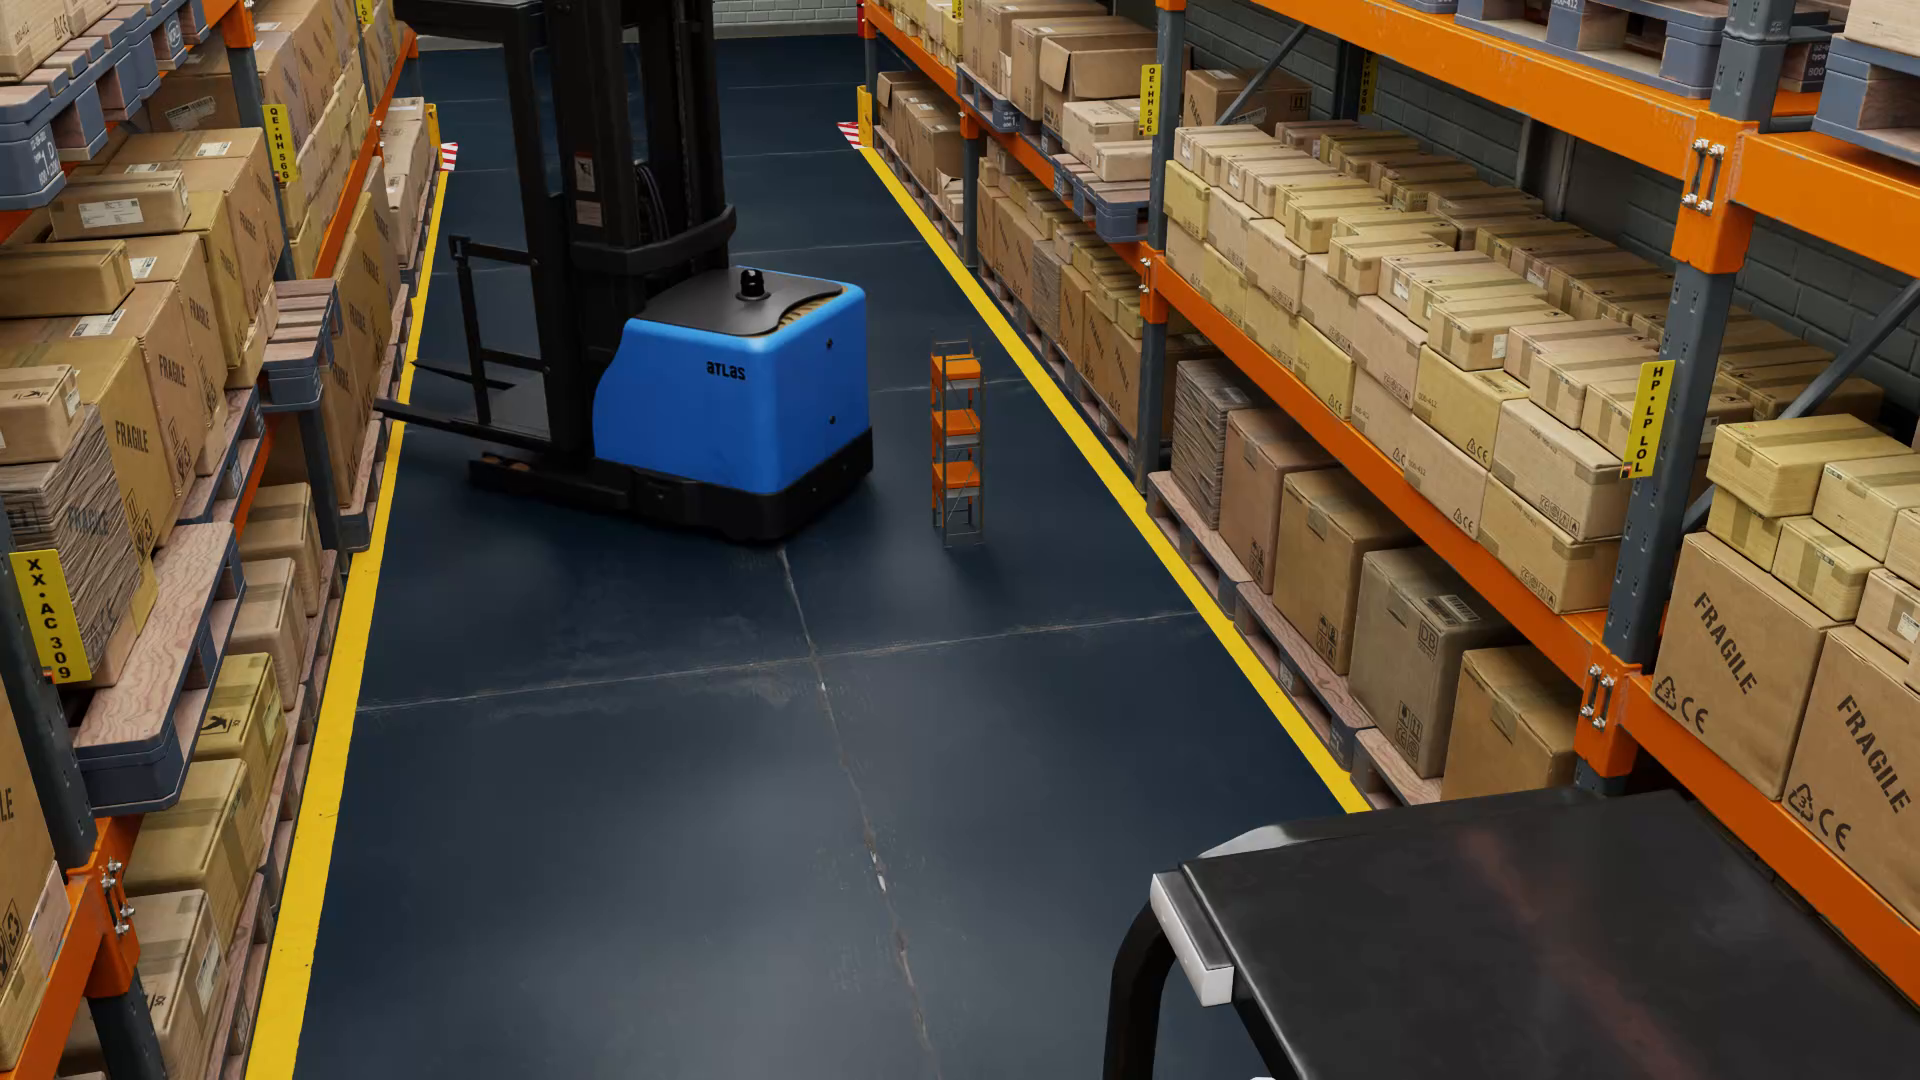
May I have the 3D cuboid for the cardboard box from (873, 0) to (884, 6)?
[{"bbox_3d":[-0.573,-4.874,14.857,0.380,0.149,0.250,-6,27,-12],"label":"cardboard box"}]

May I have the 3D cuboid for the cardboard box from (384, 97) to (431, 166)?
[{"bbox_3d":[-4.969,-3.417,14.068,0.875,0.438,0.875,-7,28,-13],"label":"cardboard box"}]

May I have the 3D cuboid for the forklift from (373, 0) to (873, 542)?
[{"bbox_3d":[-2.016,-1.744,8.453,3.031,2.935,1.130,13,29,23],"label":"forklift"}]

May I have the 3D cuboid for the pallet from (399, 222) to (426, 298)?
[{"bbox_3d":[-4.408,-1.994,11.966,1.003,0.211,1.213,-6,27,-12],"label":"pallet"}]

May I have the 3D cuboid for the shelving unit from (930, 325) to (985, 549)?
[{"bbox_3d":[-0.012,-0.492,8.060,0.215,1.050,0.252,-6,27,-12],"label":"shelving unit"}]

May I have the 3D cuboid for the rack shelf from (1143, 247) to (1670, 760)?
[{"bbox_3d":[1.874,-0.447,6.606,1.077,0.370,4.000,-6,27,-12],"label":"rack shelf"}]

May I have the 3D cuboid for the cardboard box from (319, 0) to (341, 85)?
[{"bbox_3d":[-3.749,-2.766,9.181,0.500,0.500,0.500,-5,27,-10],"label":"cardboard box"}]

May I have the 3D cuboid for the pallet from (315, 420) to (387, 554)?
[{"bbox_3d":[-3.516,-0.250,8.510,1.003,0.211,1.213,-6,27,-12],"label":"pallet"}]

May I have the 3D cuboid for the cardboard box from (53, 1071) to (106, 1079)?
[{"bbox_3d":[-2.116,1.553,3.598,0.500,0.500,0.500,-6,27,-12],"label":"cardboard box"}]

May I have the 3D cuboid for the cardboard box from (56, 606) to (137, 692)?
[{"bbox_3d":[-2.327,0.265,4.208,0.380,0.149,0.250,-6,27,-11],"label":"cardboard box"}]

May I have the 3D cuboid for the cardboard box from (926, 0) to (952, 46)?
[{"bbox_3d":[0.042,-3.886,12.456,0.500,0.250,0.500,-6,27,-11],"label":"cardboard box"}]

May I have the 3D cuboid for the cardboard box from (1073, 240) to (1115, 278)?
[{"bbox_3d":[0.885,-1.665,9.809,0.380,0.149,0.250,-6,27,-12],"label":"cardboard box"}]

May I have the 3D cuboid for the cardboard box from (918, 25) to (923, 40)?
[{"bbox_3d":[-0.126,-4.084,13.291,0.380,0.149,0.250,-6,27,-12],"label":"cardboard box"}]

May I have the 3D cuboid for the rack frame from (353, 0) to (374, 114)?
[{"bbox_3d":[-4.313,-2.897,10.660,1.000,3.000,0.127,-6,27,-12],"label":"rack frame"}]

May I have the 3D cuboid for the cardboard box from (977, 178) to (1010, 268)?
[{"bbox_3d":[0.412,-2.239,11.665,0.500,0.500,0.500,-5,27,-9],"label":"cardboard box"}]

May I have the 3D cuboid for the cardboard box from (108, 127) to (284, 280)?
[{"bbox_3d":[-3.039,-1.334,6.658,0.500,0.500,0.500,-7,28,-13],"label":"cardboard box"}]

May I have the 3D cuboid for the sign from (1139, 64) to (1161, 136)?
[{"bbox_3d":[0.897,-2.069,7.823,0.100,0.325,0.005,-6,27,-12],"label":"sign"}]

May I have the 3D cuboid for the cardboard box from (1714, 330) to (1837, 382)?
[{"bbox_3d":[2.445,-0.524,5.128,0.380,0.149,0.250,-7,28,-13],"label":"cardboard box"}]

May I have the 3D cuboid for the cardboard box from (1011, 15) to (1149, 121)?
[{"bbox_3d":[0.707,-2.828,9.946,0.700,0.500,0.500,-6,27,-12],"label":"cardboard box"}]

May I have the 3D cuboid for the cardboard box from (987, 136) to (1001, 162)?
[{"bbox_3d":[0.403,-2.718,11.564,0.380,0.149,0.250,-6,27,-12],"label":"cardboard box"}]

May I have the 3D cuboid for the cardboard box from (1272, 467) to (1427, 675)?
[{"bbox_3d":[1.857,0.083,6.926,0.875,0.625,0.625,-7,28,-14],"label":"cardboard box"}]

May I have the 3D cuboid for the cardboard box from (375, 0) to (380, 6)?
[{"bbox_3d":[-4.397,-4.070,11.764,0.500,0.500,0.500,-5,27,-11],"label":"cardboard box"}]

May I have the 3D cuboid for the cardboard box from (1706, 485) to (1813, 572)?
[{"bbox_3d":[2.140,-0.058,4.205,0.380,0.149,0.250,-6,27,-12],"label":"cardboard box"}]

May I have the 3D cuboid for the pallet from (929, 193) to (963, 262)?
[{"bbox_3d":[0.368,-2.459,12.888,1.003,0.211,1.213,-6,27,-12],"label":"pallet"}]

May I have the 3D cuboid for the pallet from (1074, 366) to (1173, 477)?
[{"bbox_3d":[1.292,-0.733,9.468,1.003,0.211,1.213,-6,27,-12],"label":"pallet"}]

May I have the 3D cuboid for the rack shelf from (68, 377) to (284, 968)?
[{"bbox_3d":[-2.961,0.058,5.604,1.077,0.370,4.000,-6,27,-12],"label":"rack shelf"}]

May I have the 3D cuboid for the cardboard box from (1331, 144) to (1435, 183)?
[{"bbox_3d":[1.861,-1.635,7.330,0.380,0.149,0.250,-6,27,-12],"label":"cardboard box"}]

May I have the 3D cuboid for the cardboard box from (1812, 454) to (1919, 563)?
[{"bbox_3d":[2.272,-0.084,3.926,0.380,0.149,0.250,-6,27,-11],"label":"cardboard box"}]

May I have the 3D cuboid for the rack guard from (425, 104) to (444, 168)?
[{"bbox_3d":[-5.220,-3.547,14.724,1.175,0.500,0.348,-6,27,-12],"label":"rack guard"}]

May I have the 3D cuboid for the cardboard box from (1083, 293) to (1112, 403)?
[{"bbox_3d":[1.016,-1.103,9.414,0.500,0.500,0.500,-6,27,-12],"label":"cardboard box"}]

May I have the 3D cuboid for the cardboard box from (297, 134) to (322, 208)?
[{"bbox_3d":[-3.401,-1.772,8.043,0.500,0.250,0.500,-5,27,-10],"label":"cardboard box"}]

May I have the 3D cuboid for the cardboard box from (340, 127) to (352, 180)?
[{"bbox_3d":[-3.758,-2.211,9.469,0.500,0.250,0.500,-7,28,-13],"label":"cardboard box"}]

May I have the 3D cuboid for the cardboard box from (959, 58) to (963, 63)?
[{"bbox_3d":[0.204,-3.405,11.945,0.380,0.149,0.250,-6,27,-11],"label":"cardboard box"}]

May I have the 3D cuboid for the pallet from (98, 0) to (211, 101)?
[{"bbox_3d":[-2.782,-1.377,4.528,1.213,0.211,1.003,-6,27,-12],"label":"pallet"}]

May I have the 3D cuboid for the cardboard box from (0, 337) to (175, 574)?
[{"bbox_3d":[-2.450,-0.204,4.419,0.500,0.500,0.500,-6,27,-11],"label":"cardboard box"}]

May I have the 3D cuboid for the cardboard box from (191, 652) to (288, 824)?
[{"bbox_3d":[-2.955,0.750,5.884,0.950,0.372,0.625,-5,27,-10],"label":"cardboard box"}]

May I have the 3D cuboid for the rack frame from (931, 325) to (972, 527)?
[{"bbox_3d":[-0.040,-0.546,8.166,0.200,1.050,0.008,-6,27,-12],"label":"rack frame"}]

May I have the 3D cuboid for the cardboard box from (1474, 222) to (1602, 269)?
[{"bbox_3d":[2.156,-1.075,6.220,0.380,0.149,0.250,-6,27,-11],"label":"cardboard box"}]

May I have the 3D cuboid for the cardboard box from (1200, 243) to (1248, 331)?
[{"bbox_3d":[1.394,-1.139,7.343,0.500,0.250,0.500,-7,28,-13],"label":"cardboard box"}]

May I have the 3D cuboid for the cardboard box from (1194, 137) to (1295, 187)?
[{"bbox_3d":[1.270,-1.694,7.446,0.380,0.149,0.250,-5,27,-10],"label":"cardboard box"}]

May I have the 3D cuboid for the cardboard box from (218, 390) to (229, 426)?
[{"bbox_3d":[-2.682,-0.424,5.574,0.380,0.149,0.250,-7,28,-13],"label":"cardboard box"}]

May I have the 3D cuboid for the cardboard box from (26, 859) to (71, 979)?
[{"bbox_3d":[-2.141,0.837,3.541,0.380,0.149,0.250,-6,27,-12],"label":"cardboard box"}]

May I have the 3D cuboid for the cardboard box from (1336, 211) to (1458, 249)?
[{"bbox_3d":[1.662,-1.141,6.351,0.380,0.149,0.250,-6,27,-12],"label":"cardboard box"}]

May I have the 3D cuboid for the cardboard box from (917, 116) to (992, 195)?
[{"bbox_3d":[0.055,-3.117,13.405,0.700,0.500,0.500,-7,28,-14],"label":"cardboard box"}]

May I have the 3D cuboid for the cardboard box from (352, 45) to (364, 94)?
[{"bbox_3d":[-3.977,-2.884,10.247,0.500,0.250,0.500,-6,27,-12],"label":"cardboard box"}]

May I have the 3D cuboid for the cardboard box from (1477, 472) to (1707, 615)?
[{"bbox_3d":[1.956,-0.018,5.124,0.500,0.250,0.500,-5,27,-10],"label":"cardboard box"}]

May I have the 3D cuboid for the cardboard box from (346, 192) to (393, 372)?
[{"bbox_3d":[-3.884,-1.476,9.737,0.875,0.875,0.875,-5,27,-10],"label":"cardboard box"}]

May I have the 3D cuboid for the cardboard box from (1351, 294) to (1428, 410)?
[{"bbox_3d":[1.733,-0.686,5.893,0.500,0.250,0.500,-5,27,-11],"label":"cardboard box"}]

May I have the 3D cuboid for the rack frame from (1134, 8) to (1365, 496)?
[{"bbox_3d":[1.423,-1.646,8.183,1.000,3.000,0.127,-6,27,-12],"label":"rack frame"}]

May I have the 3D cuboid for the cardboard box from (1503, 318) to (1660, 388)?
[{"bbox_3d":[1.952,-0.576,5.232,0.380,0.149,0.250,-6,27,-12],"label":"cardboard box"}]

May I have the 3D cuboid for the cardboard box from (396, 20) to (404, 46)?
[{"bbox_3d":[-4.624,-4.066,12.866,0.500,0.500,0.500,-5,27,-10],"label":"cardboard box"}]

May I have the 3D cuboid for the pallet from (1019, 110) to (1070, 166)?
[{"bbox_3d":[0.981,-2.414,9.917,1.003,0.211,1.213,-6,27,-12],"label":"pallet"}]

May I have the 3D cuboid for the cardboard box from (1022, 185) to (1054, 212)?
[{"bbox_3d":[0.625,-2.235,10.937,0.380,0.149,0.250,-6,27,-12],"label":"cardboard box"}]
